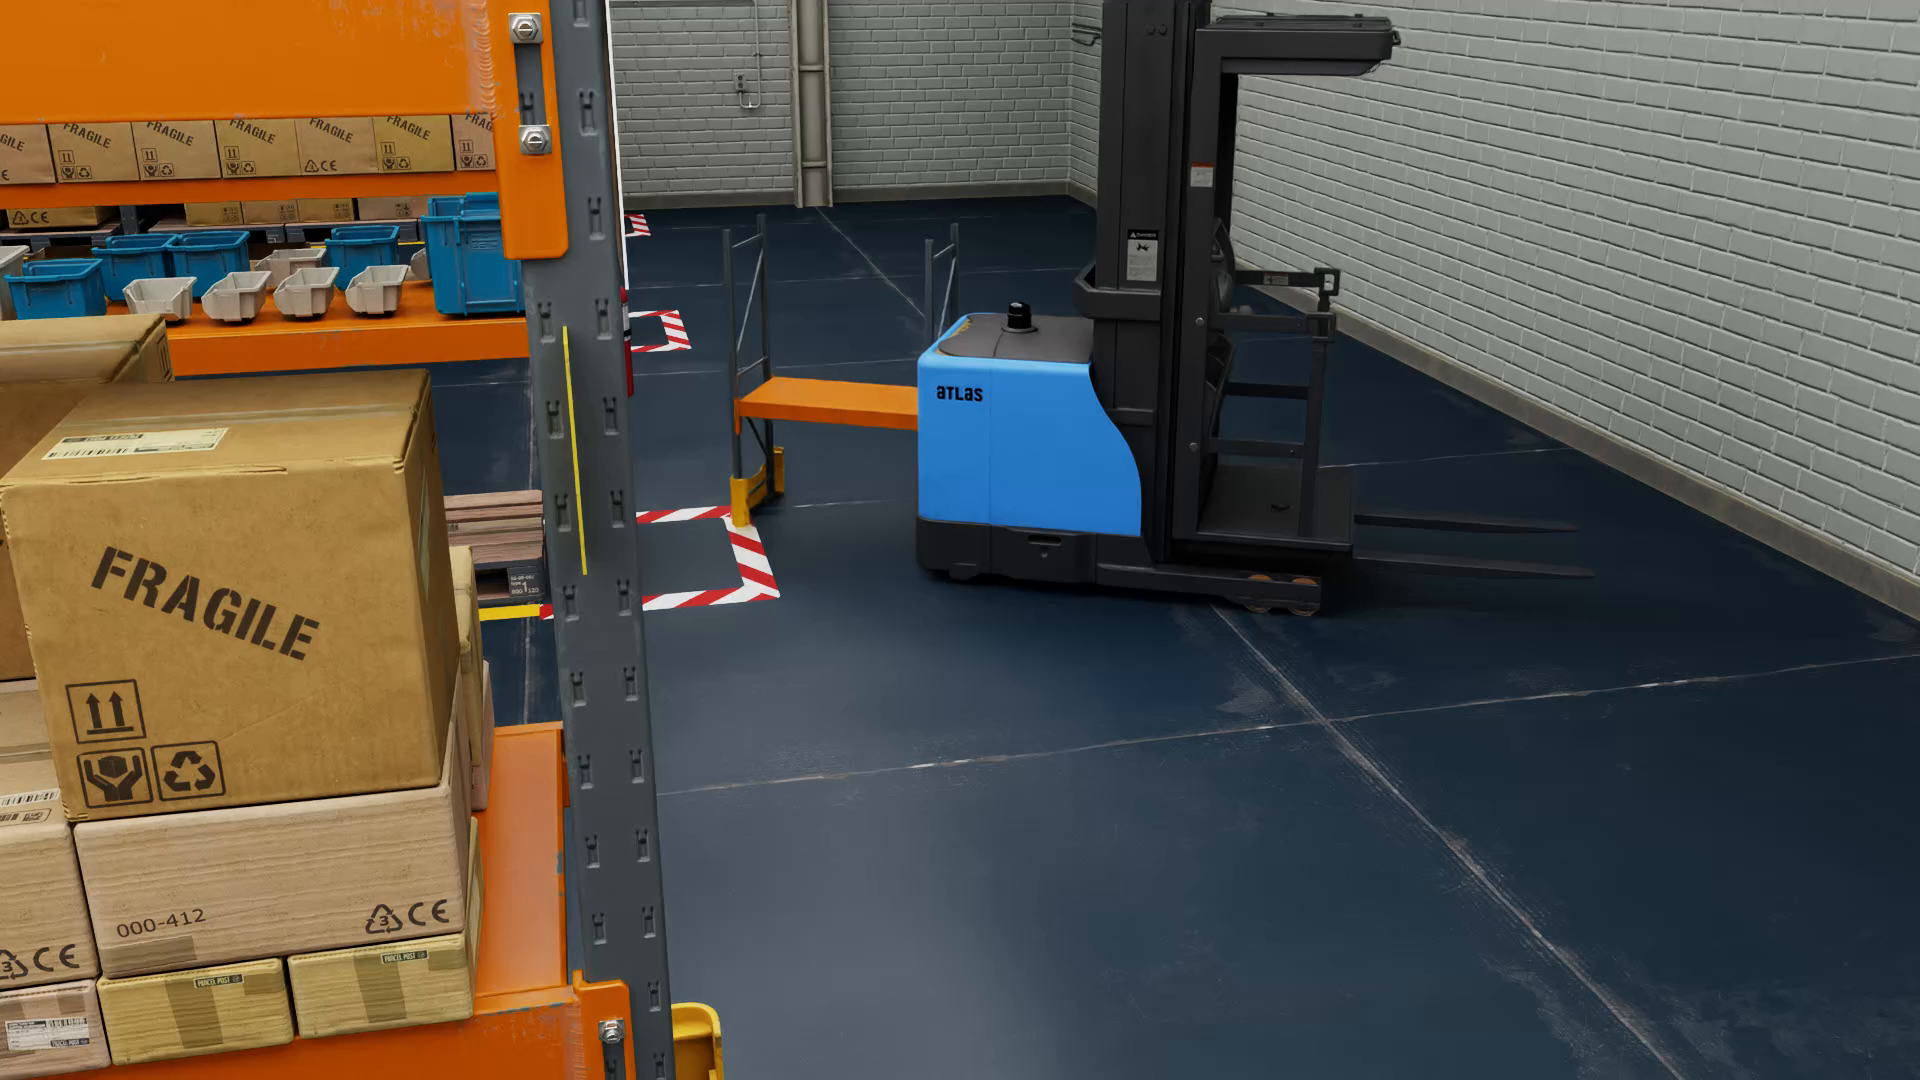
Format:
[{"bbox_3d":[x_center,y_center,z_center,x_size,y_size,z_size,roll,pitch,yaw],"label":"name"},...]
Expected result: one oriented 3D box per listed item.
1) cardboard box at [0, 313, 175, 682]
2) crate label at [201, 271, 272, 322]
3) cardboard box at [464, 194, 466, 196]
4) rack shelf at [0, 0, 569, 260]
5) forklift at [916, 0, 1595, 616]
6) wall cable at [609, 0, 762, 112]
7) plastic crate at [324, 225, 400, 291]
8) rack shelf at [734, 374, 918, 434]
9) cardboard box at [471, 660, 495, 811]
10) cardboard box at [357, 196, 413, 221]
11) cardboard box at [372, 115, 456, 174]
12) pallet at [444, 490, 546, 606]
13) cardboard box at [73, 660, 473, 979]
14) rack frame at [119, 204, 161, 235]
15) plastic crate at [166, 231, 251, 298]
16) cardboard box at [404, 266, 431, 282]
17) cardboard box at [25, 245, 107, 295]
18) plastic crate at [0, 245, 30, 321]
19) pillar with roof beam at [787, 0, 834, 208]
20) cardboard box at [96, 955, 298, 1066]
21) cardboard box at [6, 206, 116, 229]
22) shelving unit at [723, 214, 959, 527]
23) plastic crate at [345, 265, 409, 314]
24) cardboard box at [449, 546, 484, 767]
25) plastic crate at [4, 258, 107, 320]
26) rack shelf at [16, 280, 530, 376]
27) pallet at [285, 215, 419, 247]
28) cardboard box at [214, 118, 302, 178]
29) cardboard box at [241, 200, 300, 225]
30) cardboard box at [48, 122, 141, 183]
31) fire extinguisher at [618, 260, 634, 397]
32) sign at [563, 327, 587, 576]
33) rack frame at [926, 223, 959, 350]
[{"bbox_3d":[-1.649,-0.082,2.872,0.500,0.500,0.500,-5,21,-14],"label":"cardboard box"},{"bbox_3d":[-3.075,-1.036,7.079,0.243,0.136,0.396,-5,21,-12],"label":"crate label"},{"bbox_3d":[-4.711,-3.556,16.685,0.500,0.500,0.700,-5,21,-12],"label":"cardboard box"},{"bbox_3d":[-2.579,-0.560,2.167,4.000,0.370,1.077,-5,21,-12],"label":"rack shelf"},{"bbox_3d":[1.366,-1.239,7.435,3.031,2.935,1.130,5,21,12],"label":"forklift"},{"bbox_3d":[-3.024,-5.517,17.537,1.851,1.984,0.084,-5,21,-12],"label":"wall cable"},{"bbox_3d":[-2.729,-1.294,7.641,0.300,0.233,0.416,-5,21,-12],"label":"plastic crate"},{"bbox_3d":[-0.581,-0.659,8.447,1.000,0.185,0.538,5,21,14],"label":"rack shelf"},{"bbox_3d":[-1.054,0.388,3.259,0.250,0.149,0.380,-4,21,-12],"label":"cardboard box"},{"bbox_3d":[-5.687,-3.477,16.468,0.500,0.500,0.700,-5,21,-14],"label":"cardboard box"},{"bbox_3d":[-3.786,-2.842,11.566,0.500,0.500,0.500,-4,21,-12],"label":"cardboard box"},{"bbox_3d":[-2.584,0.056,7.854,1.213,0.211,1.003,-5,21,-12],"label":"pallet"},{"bbox_3d":[-1.044,0.410,2.619,0.500,0.250,0.500,-5,21,-13],"label":"cardboard box"},{"bbox_3d":[-7.945,-4.305,15.706,0.127,3.000,1.000,-5,21,-12],"label":"rack frame"},{"bbox_3d":[-3.370,-1.241,7.499,0.300,0.233,0.416,-5,21,-12],"label":"plastic crate"},{"bbox_3d":[-3.990,-1.892,12.475,0.500,0.250,0.500,-5,21,-12],"label":"cardboard box"},{"bbox_3d":[-6.312,-1.820,11.917,0.500,0.500,0.500,-5,21,-12],"label":"cardboard box"},{"bbox_3d":[-4.137,-1.021,6.825,0.530,0.282,0.437,-5,21,-12],"label":"plastic crate"},{"bbox_3d":[-0.633,-6.501,12.978,0.400,9.000,9.100,-5,21,-12],"label":"pillar with roof beam"},{"bbox_3d":[-1.156,0.630,2.599,0.250,0.149,0.380,-4,21,-12],"label":"cardboard box"},{"bbox_3d":[-8.548,-3.398,15.744,0.750,0.750,0.750,-4,21,-12],"label":"cardboard box"},{"bbox_3d":[-0.571,-0.827,8.382,1.083,1.500,0.587,5,21,14],"label":"shelving unit"},{"bbox_3d":[-2.525,-1.085,7.211,0.243,0.136,0.396,-5,21,-12],"label":"plastic crate"},{"bbox_3d":[-1.162,0.231,3.109,0.500,0.250,0.500,-5,21,-14],"label":"cardboard box"},{"bbox_3d":[-3.712,-1.007,6.858,0.300,0.233,0.416,-5,21,-12],"label":"plastic crate"},{"bbox_3d":[-3.719,-0.809,7.209,4.000,0.370,1.077,-5,21,-12],"label":"rack shelf"},{"bbox_3d":[-5.998,-3.127,16.545,1.213,0.211,1.003,-5,21,-12],"label":"pallet"},{"bbox_3d":[-4.763,-2.764,11.355,0.500,0.500,0.500,-5,21,-13],"label":"cardboard box"},{"bbox_3d":[-6.704,-3.392,16.237,0.500,0.500,0.700,-5,21,-13],"label":"cardboard box"},{"bbox_3d":[-5.745,-2.685,11.138,0.500,0.500,0.500,-4,21,-12],"label":"cardboard box"},{"bbox_3d":[-1.521,-0.954,7.212,0.183,0.674,0.296,-5,21,-12],"label":"fire extinguisher"},{"bbox_3d":[-0.522,-0.120,2.253,0.005,0.325,0.100,-5,21,-12],"label":"sign"},{"bbox_3d":[-0.088,-0.781,8.264,0.032,1.500,0.500,5,21,14],"label":"rack frame"}]
